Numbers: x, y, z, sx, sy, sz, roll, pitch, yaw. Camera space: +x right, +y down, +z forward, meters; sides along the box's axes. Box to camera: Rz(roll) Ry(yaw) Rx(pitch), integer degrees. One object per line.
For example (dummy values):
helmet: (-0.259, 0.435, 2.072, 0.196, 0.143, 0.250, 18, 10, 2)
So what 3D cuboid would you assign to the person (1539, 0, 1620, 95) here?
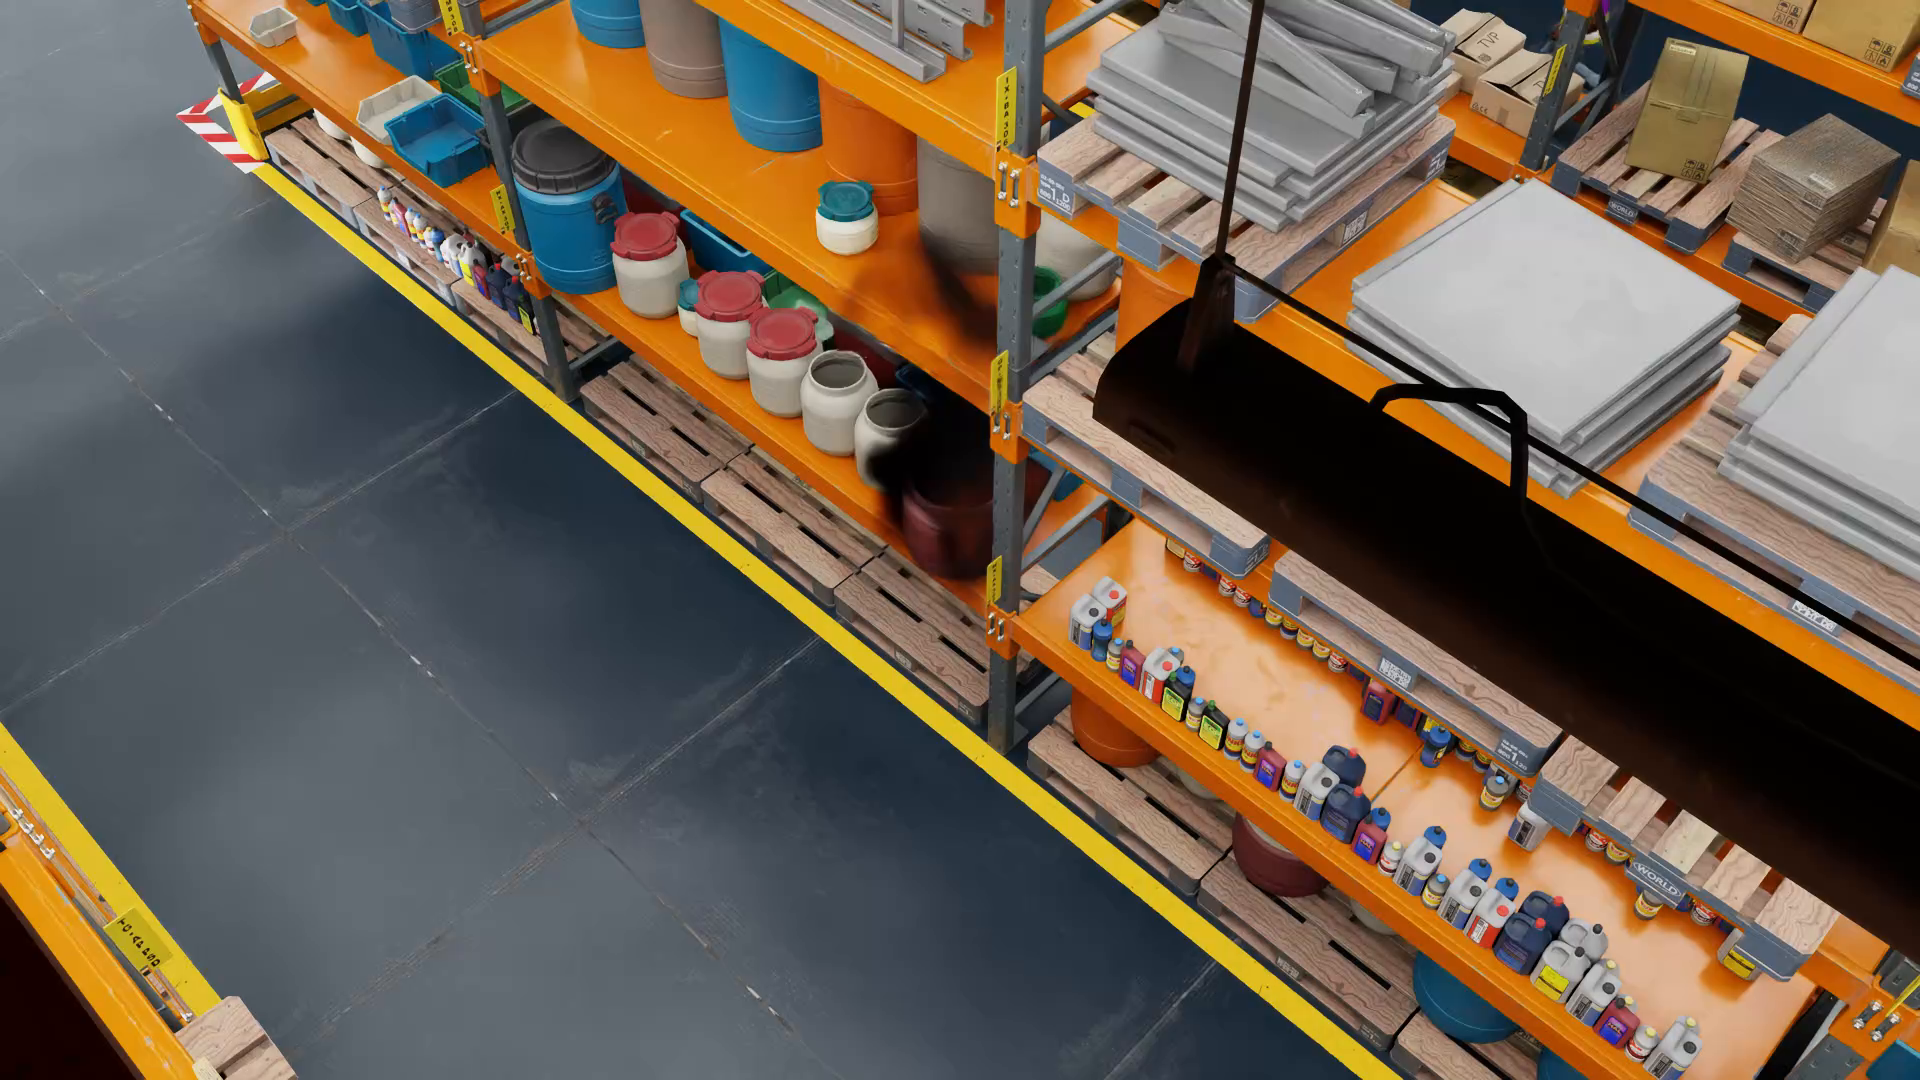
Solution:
person: (4.717, -3.825, 12.487, 0.721, 1.722, 0.706, 25, 54, 19)
